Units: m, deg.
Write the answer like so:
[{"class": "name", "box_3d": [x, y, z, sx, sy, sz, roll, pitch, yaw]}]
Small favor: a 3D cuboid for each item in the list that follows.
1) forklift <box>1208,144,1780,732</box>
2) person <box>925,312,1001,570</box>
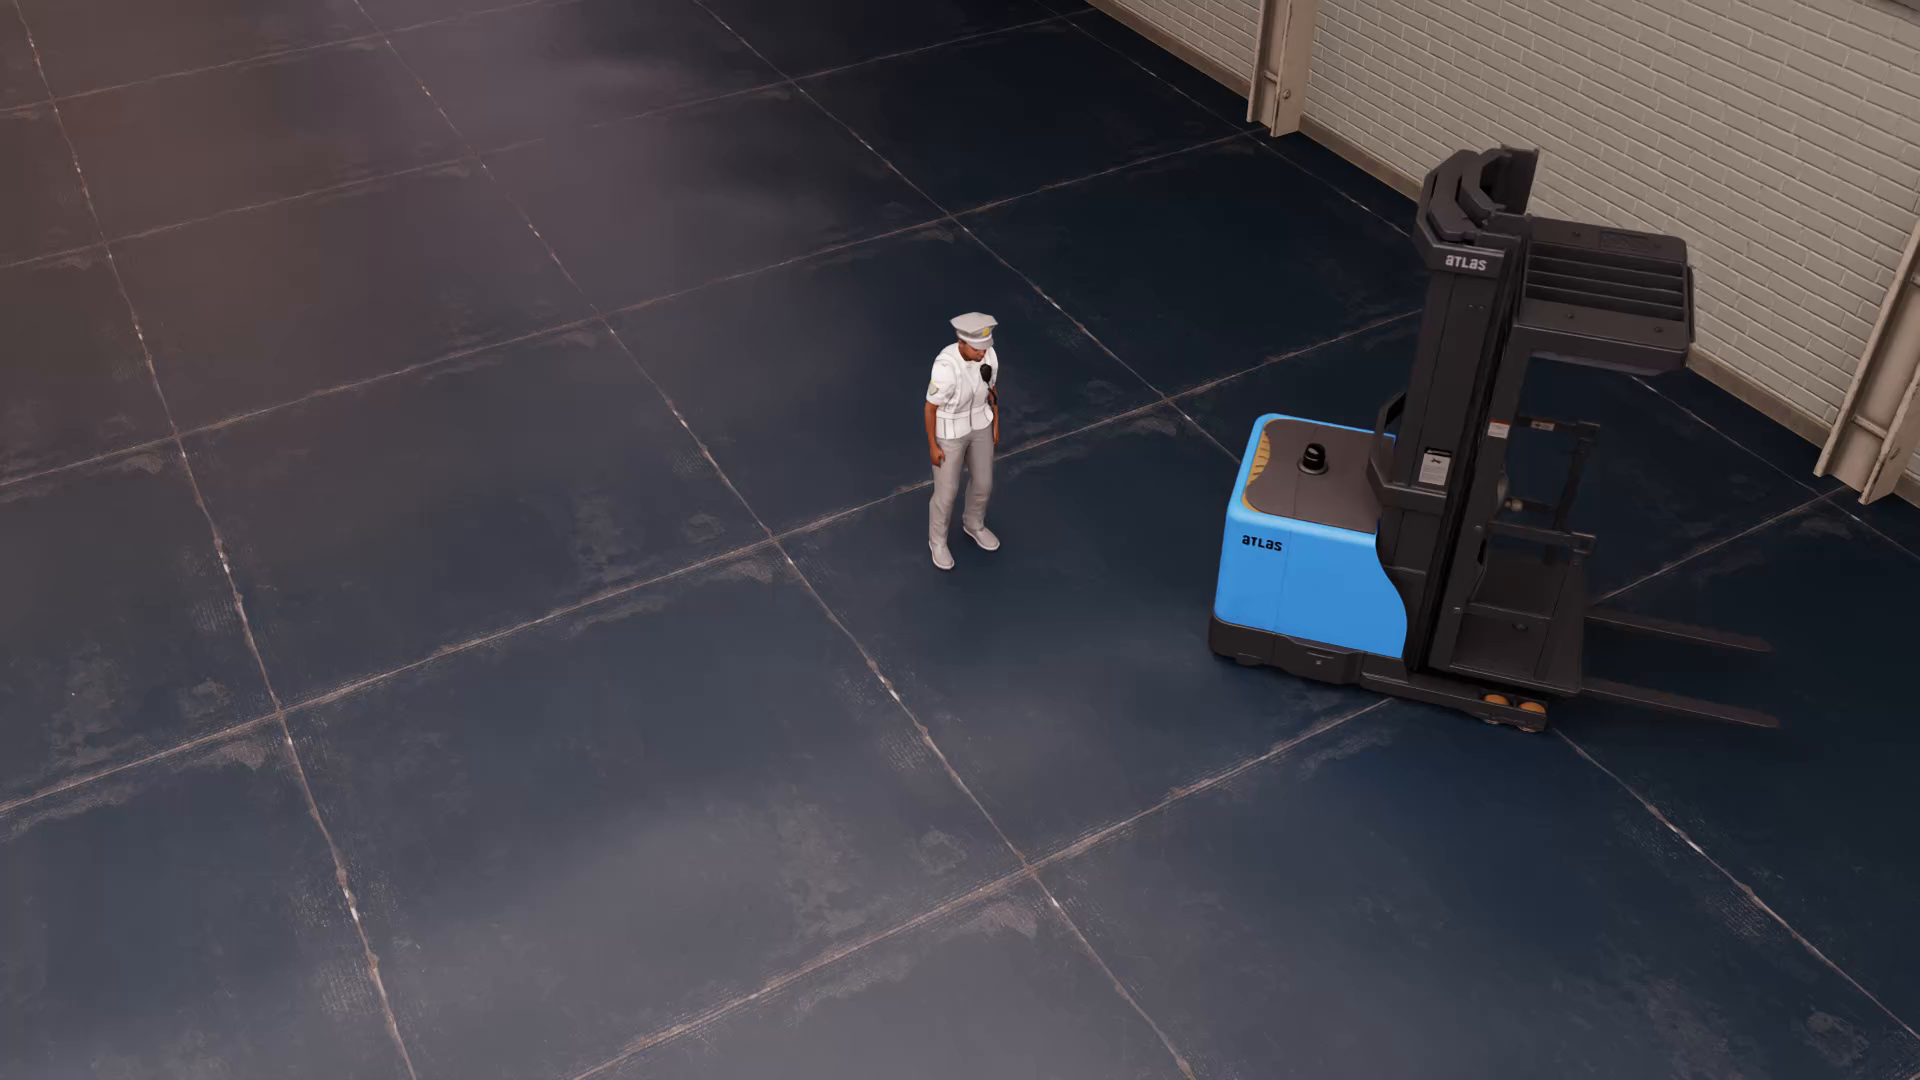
[{"class": "forklift", "box_3d": [2.992, -0.464, 8.595, 3.031, 2.935, 1.130, 12, 41, 14]}, {"class": "person", "box_3d": [0.018, -0.617, 9.779, 0.513, 1.657, 0.393, -22, 44, -24]}]
